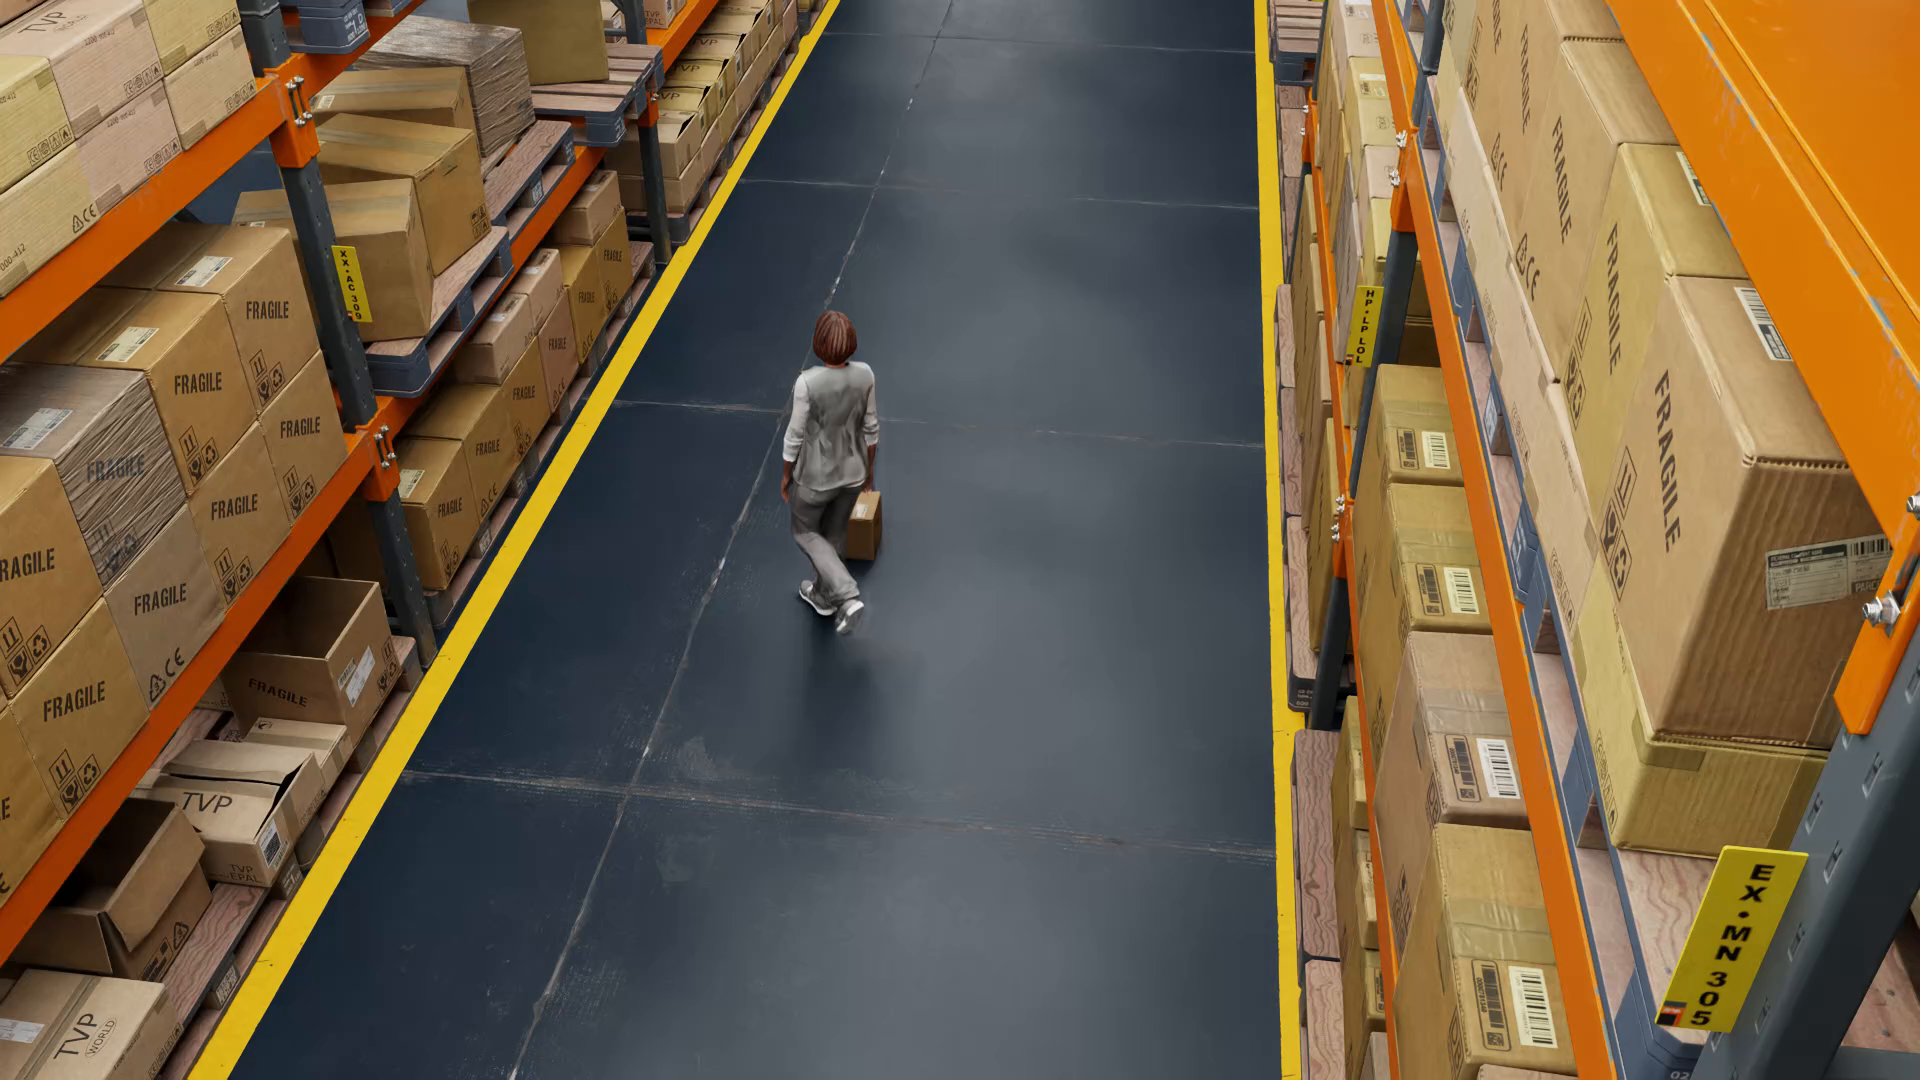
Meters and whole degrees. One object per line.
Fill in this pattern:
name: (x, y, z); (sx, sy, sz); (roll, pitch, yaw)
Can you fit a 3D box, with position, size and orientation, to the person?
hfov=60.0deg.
person: (-0.546, -0.263, 7.383); (0.455, 1.590, 0.625); (-20, 41, -24)
